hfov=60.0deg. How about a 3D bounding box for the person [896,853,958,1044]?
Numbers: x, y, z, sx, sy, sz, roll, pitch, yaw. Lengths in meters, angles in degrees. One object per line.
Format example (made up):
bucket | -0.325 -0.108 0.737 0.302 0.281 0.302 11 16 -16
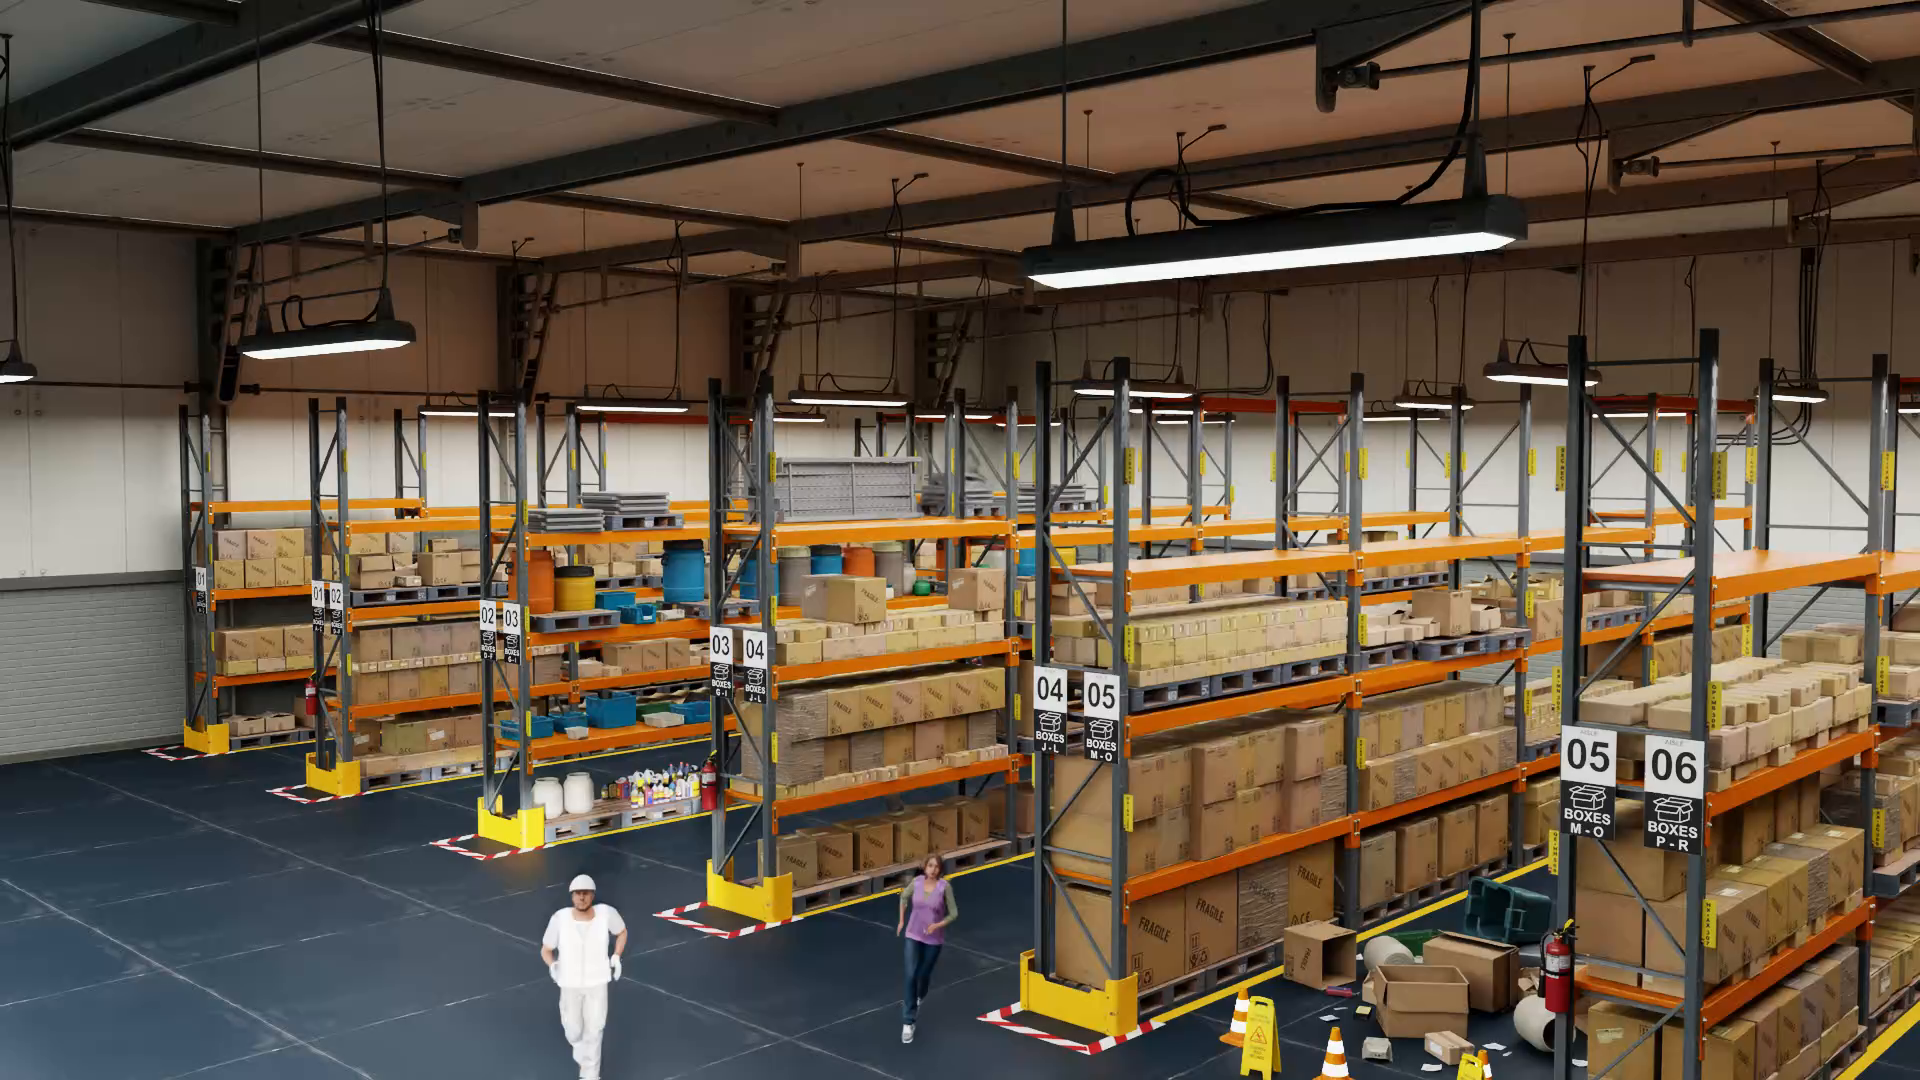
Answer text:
person | -0.299 3.583 14.841 0.564 1.581 0.812 0 3 6

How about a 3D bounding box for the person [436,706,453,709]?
person | -8.855 2.762 28.561 0.667 1.767 0.967 2 4 36

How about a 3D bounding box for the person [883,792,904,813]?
person | -0.965 3.123 23.026 0.587 1.765 0.745 2 4 37

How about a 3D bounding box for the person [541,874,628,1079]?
person | -3.028 3.577 13.417 0.682 1.782 0.916 -1 3 -10
